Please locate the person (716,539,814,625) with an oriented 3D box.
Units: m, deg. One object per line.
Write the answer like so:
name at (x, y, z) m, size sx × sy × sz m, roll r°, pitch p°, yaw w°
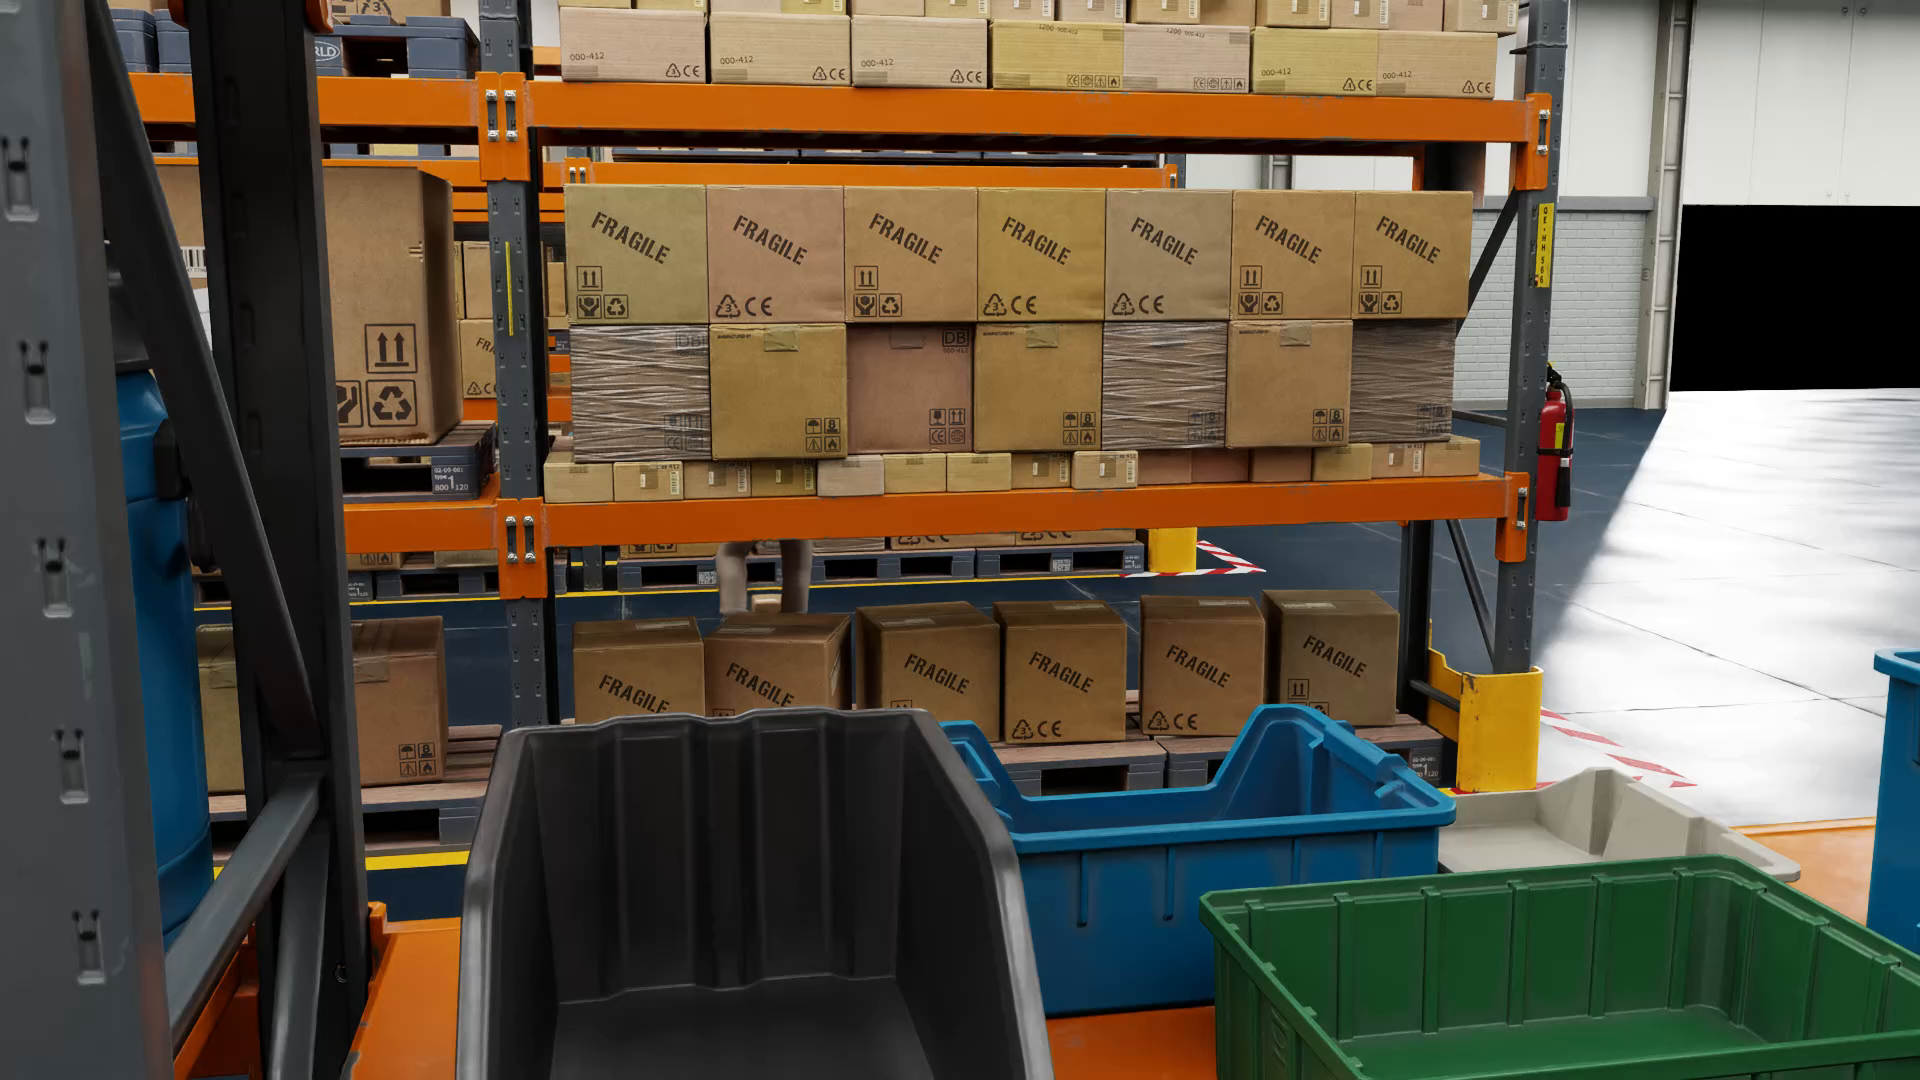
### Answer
person at (-0.988, -0.230, 9.085) m, size 0.736 × 1.656 × 0.458 m, roll -3°, pitch 10°, yaw -16°
